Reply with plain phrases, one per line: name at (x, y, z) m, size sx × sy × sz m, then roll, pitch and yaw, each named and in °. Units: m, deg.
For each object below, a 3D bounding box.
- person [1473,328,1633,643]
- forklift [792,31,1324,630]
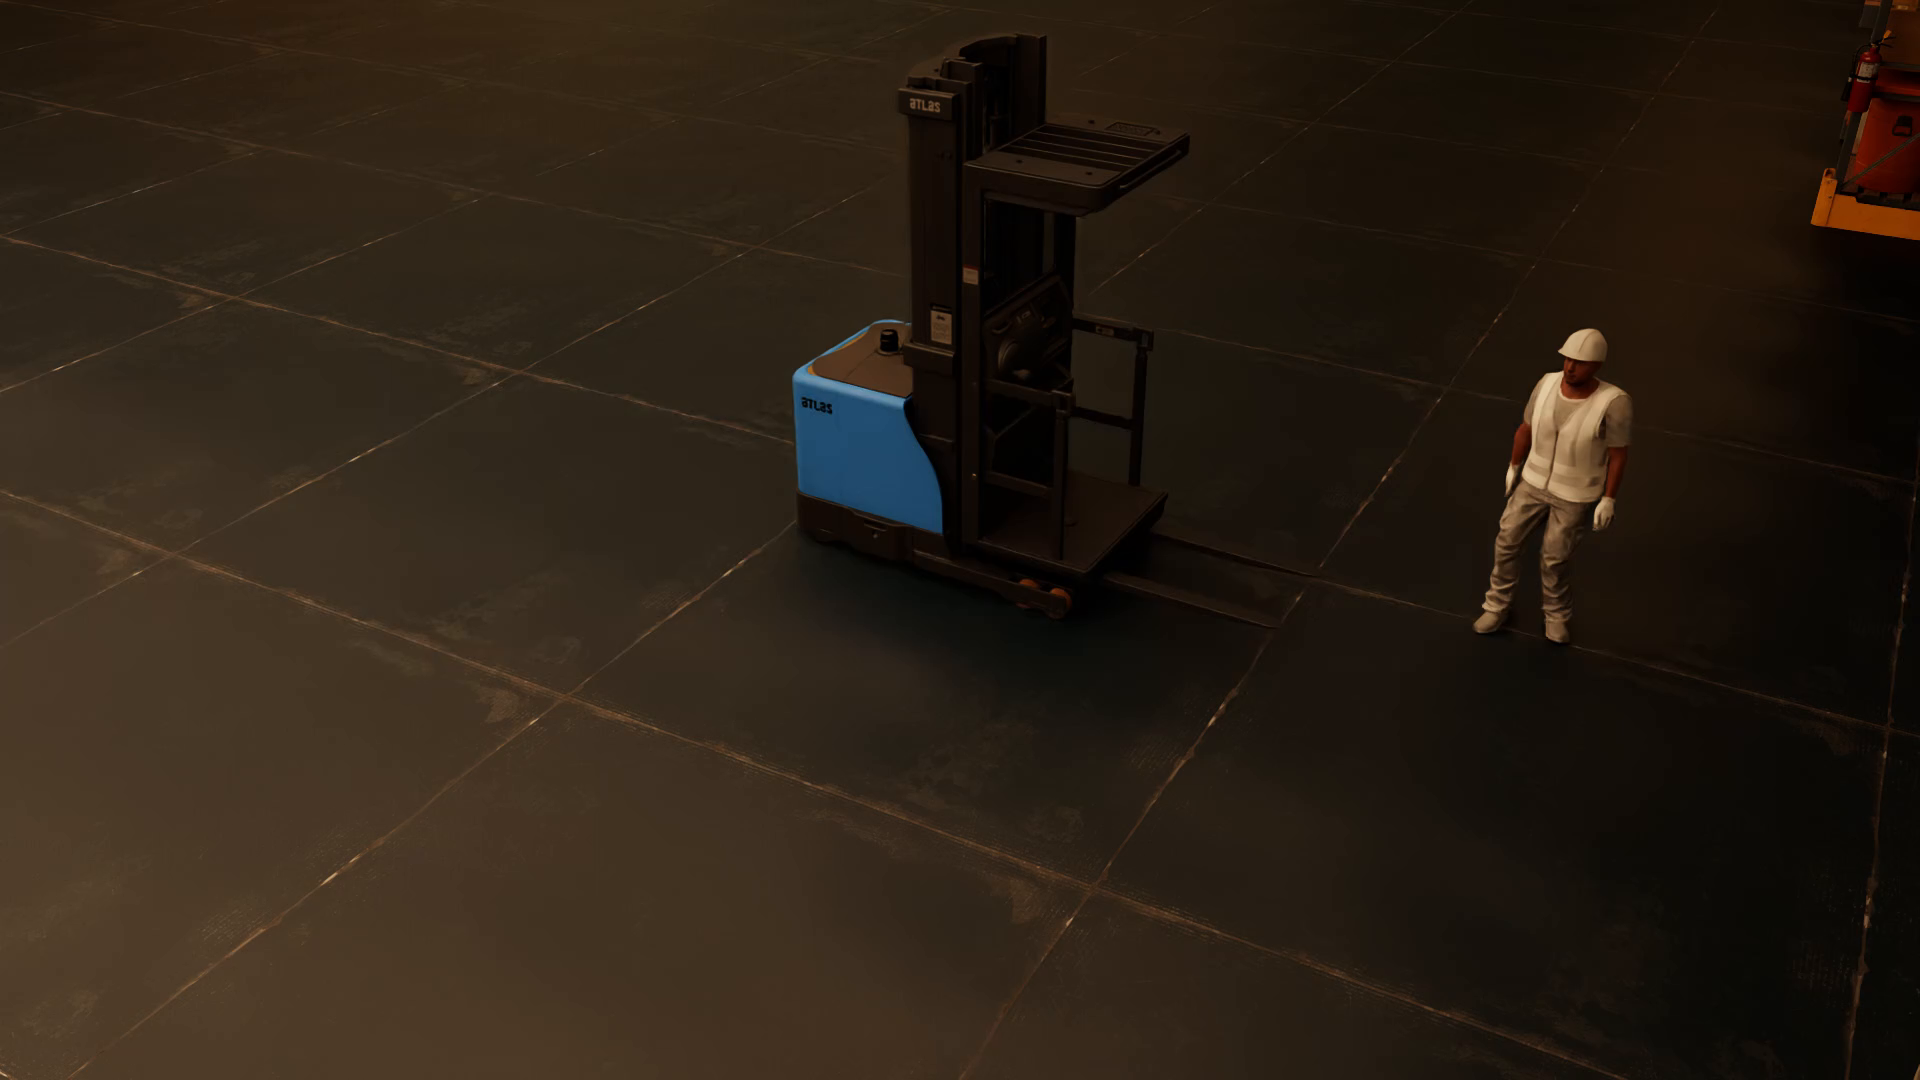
person at (3.115, -0.247, 8.706) m, size 0.483 × 1.779 × 0.670 m, roll -24°, pitch 38°, yaw -35°
forklift at (0.550, -1.136, 9.039) m, size 3.031 × 2.935 × 1.130 m, roll 16°, pitch 34°, yaw 26°
